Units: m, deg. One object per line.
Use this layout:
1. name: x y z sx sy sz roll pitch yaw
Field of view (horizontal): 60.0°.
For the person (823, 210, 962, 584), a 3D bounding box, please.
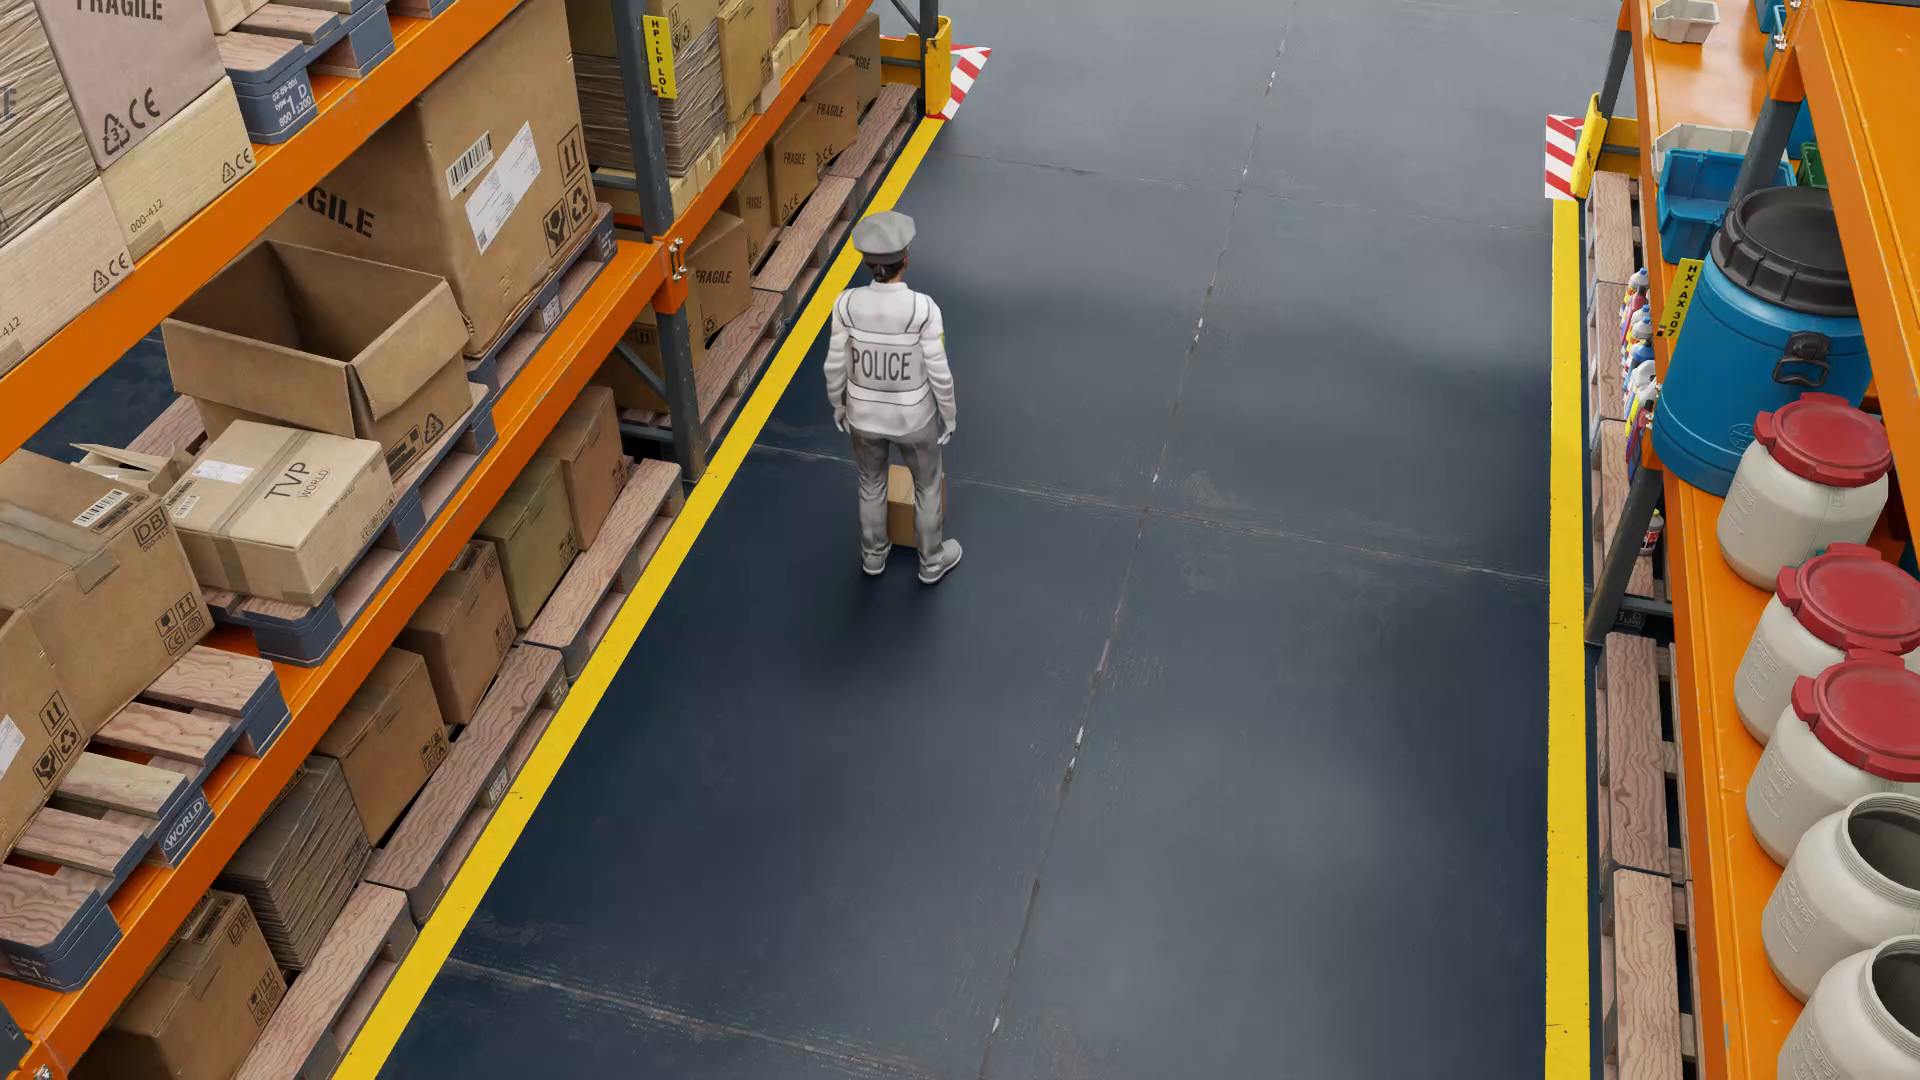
1. person: -0.272 -0.520 6.749 0.529 1.662 0.376 8 42 9
